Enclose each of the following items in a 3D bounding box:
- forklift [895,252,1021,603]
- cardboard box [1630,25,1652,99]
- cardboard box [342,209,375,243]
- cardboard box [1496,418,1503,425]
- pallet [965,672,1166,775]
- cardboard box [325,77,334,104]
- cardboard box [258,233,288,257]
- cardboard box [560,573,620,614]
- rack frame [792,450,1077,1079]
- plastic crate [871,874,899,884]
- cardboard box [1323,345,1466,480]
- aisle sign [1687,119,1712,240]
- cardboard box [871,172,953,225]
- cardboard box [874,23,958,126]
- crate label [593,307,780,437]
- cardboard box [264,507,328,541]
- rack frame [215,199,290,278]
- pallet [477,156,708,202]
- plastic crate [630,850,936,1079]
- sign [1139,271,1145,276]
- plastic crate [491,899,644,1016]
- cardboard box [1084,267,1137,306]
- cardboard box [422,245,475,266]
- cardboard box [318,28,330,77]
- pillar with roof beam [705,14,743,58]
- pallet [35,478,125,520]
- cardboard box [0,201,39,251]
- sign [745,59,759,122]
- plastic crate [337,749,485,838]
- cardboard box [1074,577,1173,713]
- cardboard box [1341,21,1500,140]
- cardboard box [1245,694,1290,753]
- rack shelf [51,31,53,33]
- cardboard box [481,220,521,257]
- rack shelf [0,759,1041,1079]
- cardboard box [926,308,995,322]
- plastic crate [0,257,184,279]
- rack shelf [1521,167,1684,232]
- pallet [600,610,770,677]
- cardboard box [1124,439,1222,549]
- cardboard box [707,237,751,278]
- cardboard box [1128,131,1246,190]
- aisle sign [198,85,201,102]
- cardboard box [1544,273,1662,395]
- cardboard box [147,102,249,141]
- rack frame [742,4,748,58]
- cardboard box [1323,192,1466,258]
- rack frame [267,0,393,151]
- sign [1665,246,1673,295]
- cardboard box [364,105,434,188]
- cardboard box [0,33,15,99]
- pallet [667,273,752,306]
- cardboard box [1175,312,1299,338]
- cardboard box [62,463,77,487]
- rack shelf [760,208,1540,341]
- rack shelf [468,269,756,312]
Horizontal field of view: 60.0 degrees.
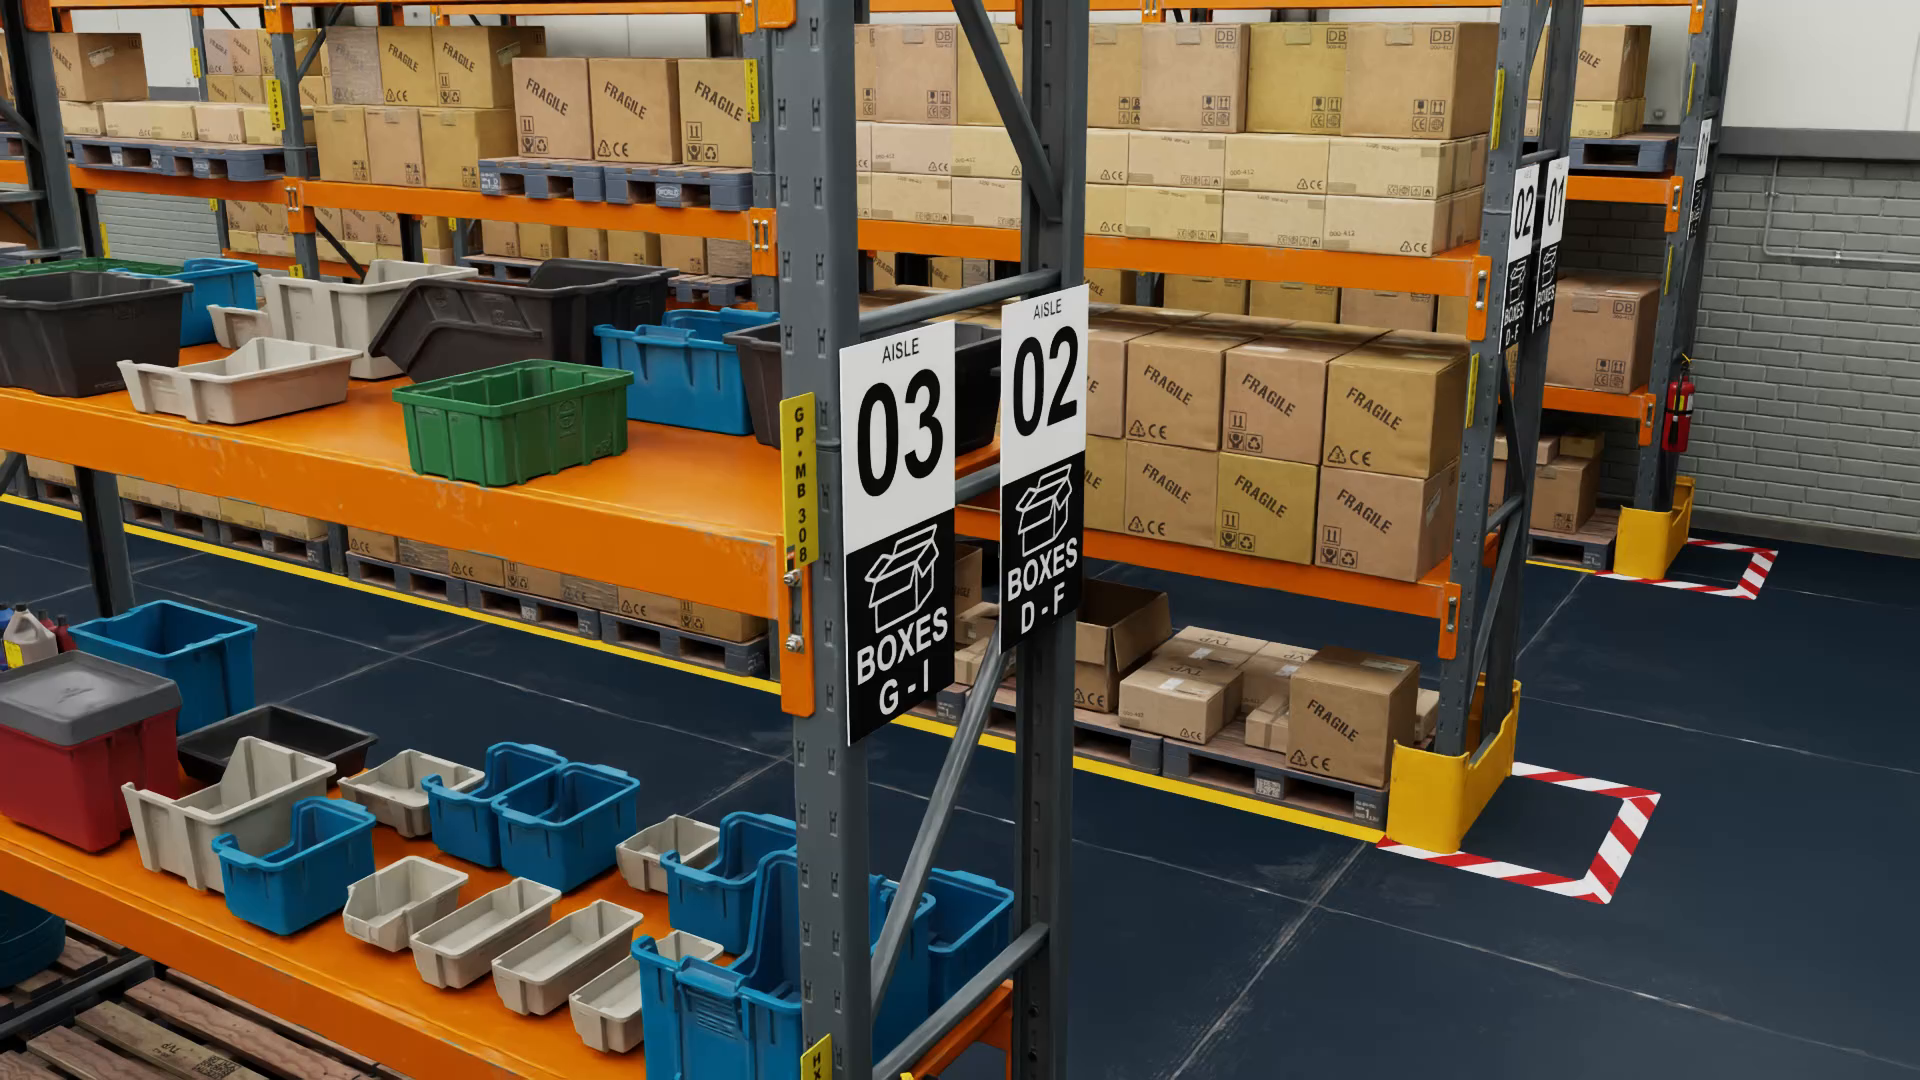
[{"bbox_3d":[0.136,-1.206,11.809,1.130,2.935,3.031,-4,17,-12],"label":"forklift"},{"bbox_3d":[4.665,-3.456,12.010,0.500,0.500,0.500,9,19,28],"label":"cardboard box"},{"bbox_3d":[-6.481,-3.585,18.456,0.500,0.500,0.500,9,19,28],"label":"cardboard box"},{"bbox_3d":[4.078,-0.856,13.002,0.250,0.149,0.380,10,20,31],"label":"cardboard box"},{"bbox_3d":[0.792,0.929,9.459,1.213,0.211,1.003,10,20,30],"label":"pallet"},{"bbox_3d":[-6.540,-4.802,18.163,0.500,0.500,0.500,9,19,28],"label":"cardboard box"},{"bbox_3d":[-7.773,-3.457,19.325,0.500,0.250,0.500,9,19,28],"label":"cardboard box"},{"bbox_3d":[-2.251,0.133,10.827,0.500,0.500,0.500,10,20,31],"label":"cardboard box"},{"bbox_3d":[-0.024,1.140,3.968,0.127,3.000,1.000,10,20,30],"label":"rack frame"},{"bbox_3d":[-0.292,1.049,4.618,0.298,0.136,0.250,10,20,30],"label":"plastic crate"},{"bbox_3d":[2.049,-0.612,7.844,0.500,0.500,0.500,10,20,30],"label":"cardboard box"},{"bbox_3d":[5.065,-2.473,11.387,0.004,0.787,0.394,10,20,30],"label":"aisle sign"},{"bbox_3d":[-0.128,-1.846,8.895,0.500,0.250,0.500,10,20,30],"label":"cardboard box"},{"bbox_3d":[-0.050,-2.481,8.834,0.500,0.500,0.700,10,20,30],"label":"cardboard box"},{"bbox_3d":[-0.641,-0.445,4.279,0.502,0.251,0.408,10,20,30],"label":"crate label"},{"bbox_3d":[-4.821,-0.208,12.414,0.500,0.250,0.500,11,20,31],"label":"cardboard box"},{"bbox_3d":[-8.473,-3.748,20.058,0.127,3.000,1.000,10,20,30],"label":"rack frame"},{"bbox_3d":[-2.241,-2.314,10.500,1.003,0.211,1.213,10,20,30],"label":"pallet"},{"bbox_3d":[-0.407,1.089,3.970,0.499,0.435,0.616,10,20,30],"label":"plastic crate"},{"bbox_3d":[1.477,-2.303,13.445,0.005,0.325,0.100,10,20,30],"label":"sign"},{"bbox_3d":[-1.053,1.110,4.415,0.243,0.136,0.396,10,20,30],"label":"plastic crate"},{"bbox_3d":[1.227,-2.130,14.014,0.500,0.500,0.500,10,19,29],"label":"cardboard box"},{"bbox_3d":[-5.627,-3.074,18.064,0.500,0.250,0.500,10,20,30],"label":"cardboard box"},{"bbox_3d":[-6.556,-5.277,18.005,0.500,0.500,0.500,9,19,28],"label":"cardboard box"},{"bbox_3d":[-4.564,-4.747,13.026,0.400,9.000,9.100,10,20,30],"label":"pillar with roof beam"},{"bbox_3d":[-7.005,-0.475,14.082,1.213,0.211,1.003,10,20,30],"label":"pallet"},{"bbox_3d":[-8.035,-2.646,14.028,0.500,0.500,0.700,10,20,30],"label":"cardboard box"},{"bbox_3d":[-1.124,-2.428,8.985,0.005,0.325,0.100,10,20,30],"label":"sign"},{"bbox_3d":[-1.791,0.819,5.374,0.466,0.136,0.293,10,20,30],"label":"plastic crate"},{"bbox_3d":[0.767,0.574,9.370,0.637,0.503,0.797,10,20,30],"label":"cardboard box"},{"bbox_3d":[2.126,-2.122,7.653,0.500,0.500,0.700,10,20,30],"label":"cardboard box"},{"bbox_3d":[1.682,0.953,8.700,0.250,0.166,0.380,10,20,30],"label":"cardboard box"},{"bbox_3d":[-9.358,-4.551,14.306,4.000,0.370,1.077,10,20,30],"label":"rack shelf"},{"bbox_3d":[-4.649,-3.312,17.694,0.500,0.500,0.700,10,20,30],"label":"cardboard box"},{"bbox_3d":[-1.728,1.180,5.074,4.000,0.370,1.077,10,20,30],"label":"rack shelf"},{"bbox_3d":[-0.143,-1.001,9.125,0.500,0.500,0.500,9,19,28],"label":"cardboard box"},{"bbox_3d":[-2.913,-0.813,5.600,0.662,0.188,0.450,10,20,30],"label":"plastic crate"},{"bbox_3d":[3.457,-2.709,12.716,4.000,0.370,1.077,10,20,30],"label":"rack shelf"},{"bbox_3d":[-1.550,0.525,10.790,1.213,0.211,1.003,10,20,30],"label":"pallet"},{"bbox_3d":[1.182,-0.290,8.504,0.500,0.500,0.500,10,20,30],"label":"cardboard box"},{"bbox_3d":[-2.062,-2.858,16.201,0.500,0.500,0.700,8,18,24],"label":"cardboard box"},{"bbox_3d":[1.150,-1.857,8.071,0.500,0.250,0.500,10,20,30],"label":"cardboard box"},{"bbox_3d":[-8.691,-4.928,19.471,0.004,0.787,0.394,10,20,30],"label":"aisle sign"},{"bbox_3d":[4.721,-1.533,12.249,0.700,0.700,0.980,11,20,33],"label":"cardboard box"},{"bbox_3d":[-5.599,-3.088,12.261,0.500,0.250,0.500,10,19,29],"label":"cardboard box"},{"bbox_3d":[-1.656,-5.401,15.180,0.127,3.000,1.000,10,20,30],"label":"rack frame"},{"bbox_3d":[1.996,-1.463,7.633,0.500,0.250,0.500,10,20,30],"label":"cardboard box"},{"bbox_3d":[-4.245,-4.174,11.139,0.127,3.000,1.000,10,20,30],"label":"rack frame"},{"bbox_3d":[4.865,-1.849,11.408,0.005,0.325,0.100,10,20,30],"label":"sign"},{"bbox_3d":[-3.421,-2.651,11.114,0.500,0.500,0.910,10,20,30],"label":"cardboard box"},{"bbox_3d":[-7.149,-3.731,13.089,0.500,0.500,0.500,10,20,31],"label":"cardboard box"},{"bbox_3d":[-2.319,-2.521,16.350,1.003,0.211,1.213,10,20,30],"label":"pallet"},{"bbox_3d":[1.459,-0.901,8.793,0.500,0.500,0.500,10,20,31],"label":"cardboard box"},{"bbox_3d":[-7.005,-0.596,13.692,0.500,0.250,0.500,11,20,31],"label":"cardboard box"},{"bbox_3d":[0.868,-1.482,8.675,4.000,0.370,1.077,10,20,30],"label":"rack shelf"},{"bbox_3d":[-3.360,-2.491,17.158,4.000,0.370,1.077,10,20,30],"label":"rack shelf"}]
